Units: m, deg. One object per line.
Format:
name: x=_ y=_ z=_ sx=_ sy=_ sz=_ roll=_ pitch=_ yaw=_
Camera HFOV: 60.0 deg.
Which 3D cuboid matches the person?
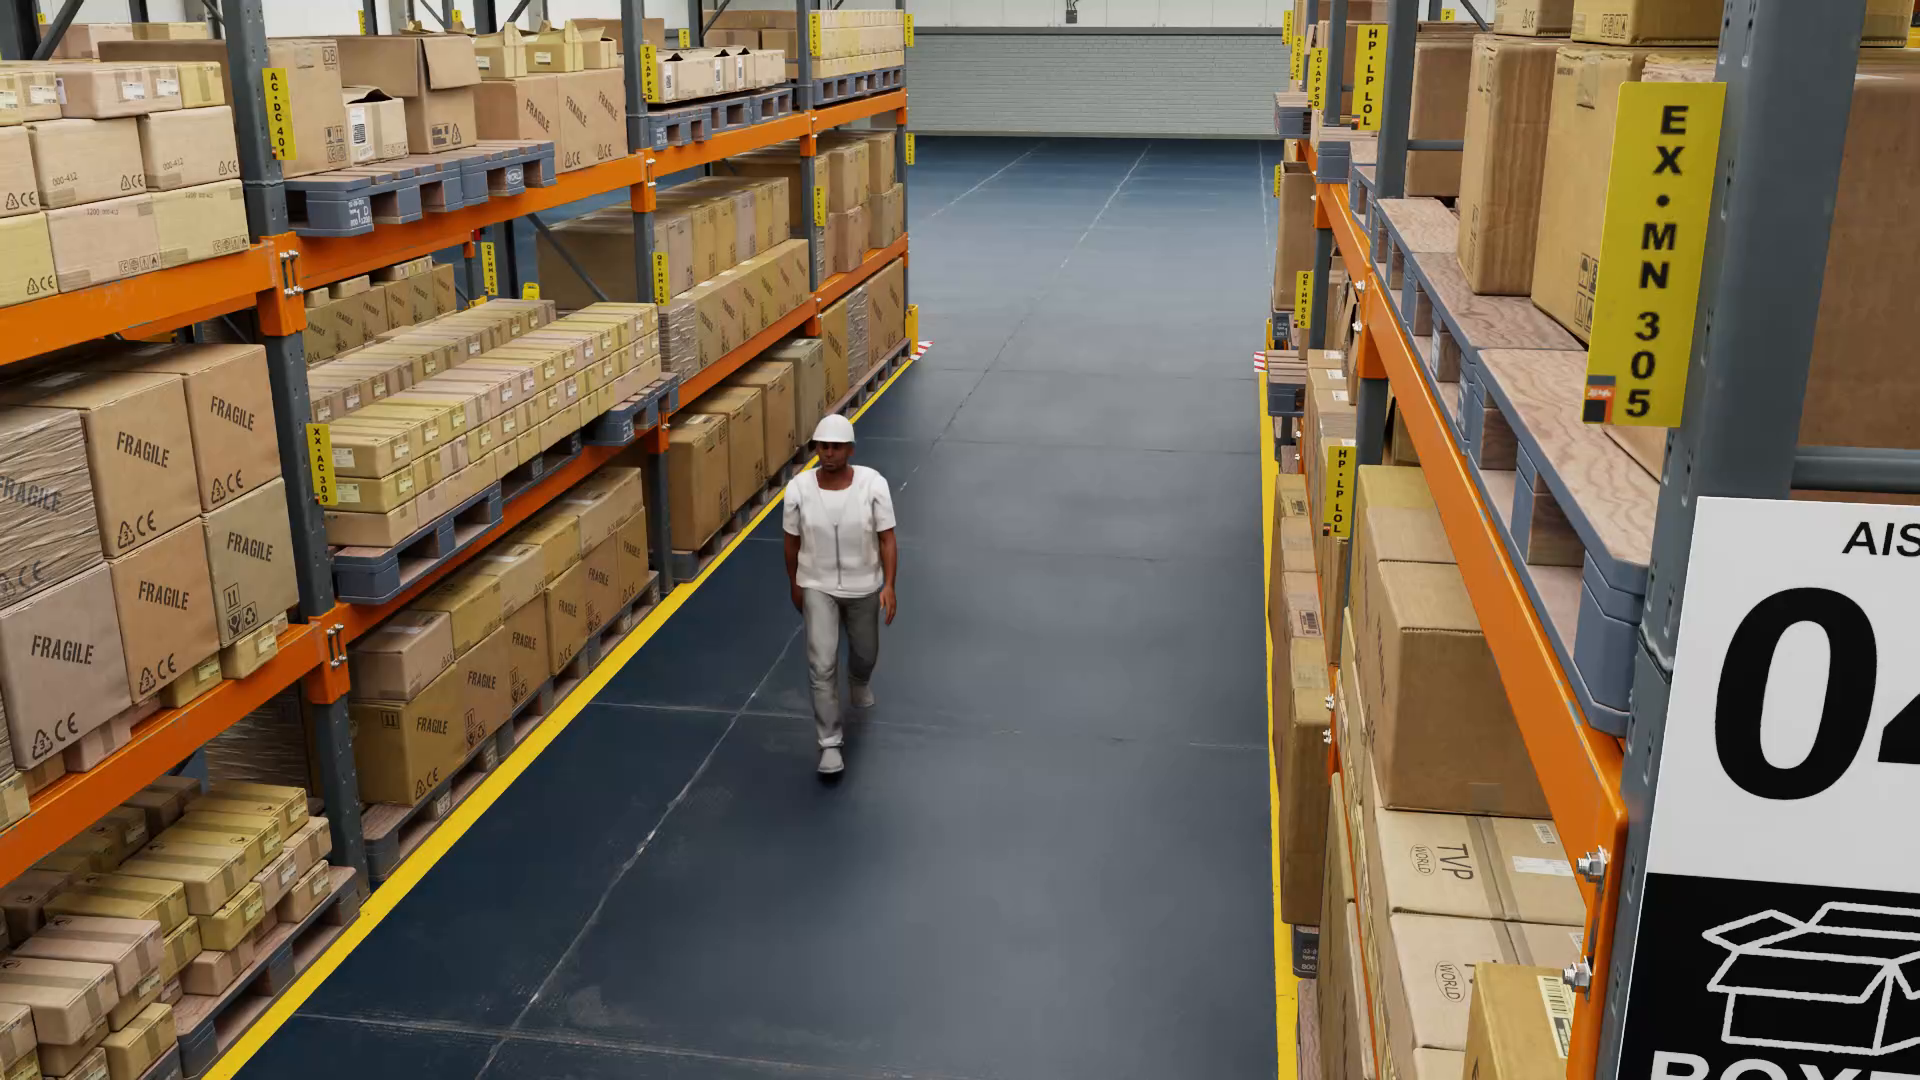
person: x=-0.597 y=0.216 z=8.329 sx=0.563 sy=1.728 sz=0.998 roll=-2 pitch=18 yaw=-5
